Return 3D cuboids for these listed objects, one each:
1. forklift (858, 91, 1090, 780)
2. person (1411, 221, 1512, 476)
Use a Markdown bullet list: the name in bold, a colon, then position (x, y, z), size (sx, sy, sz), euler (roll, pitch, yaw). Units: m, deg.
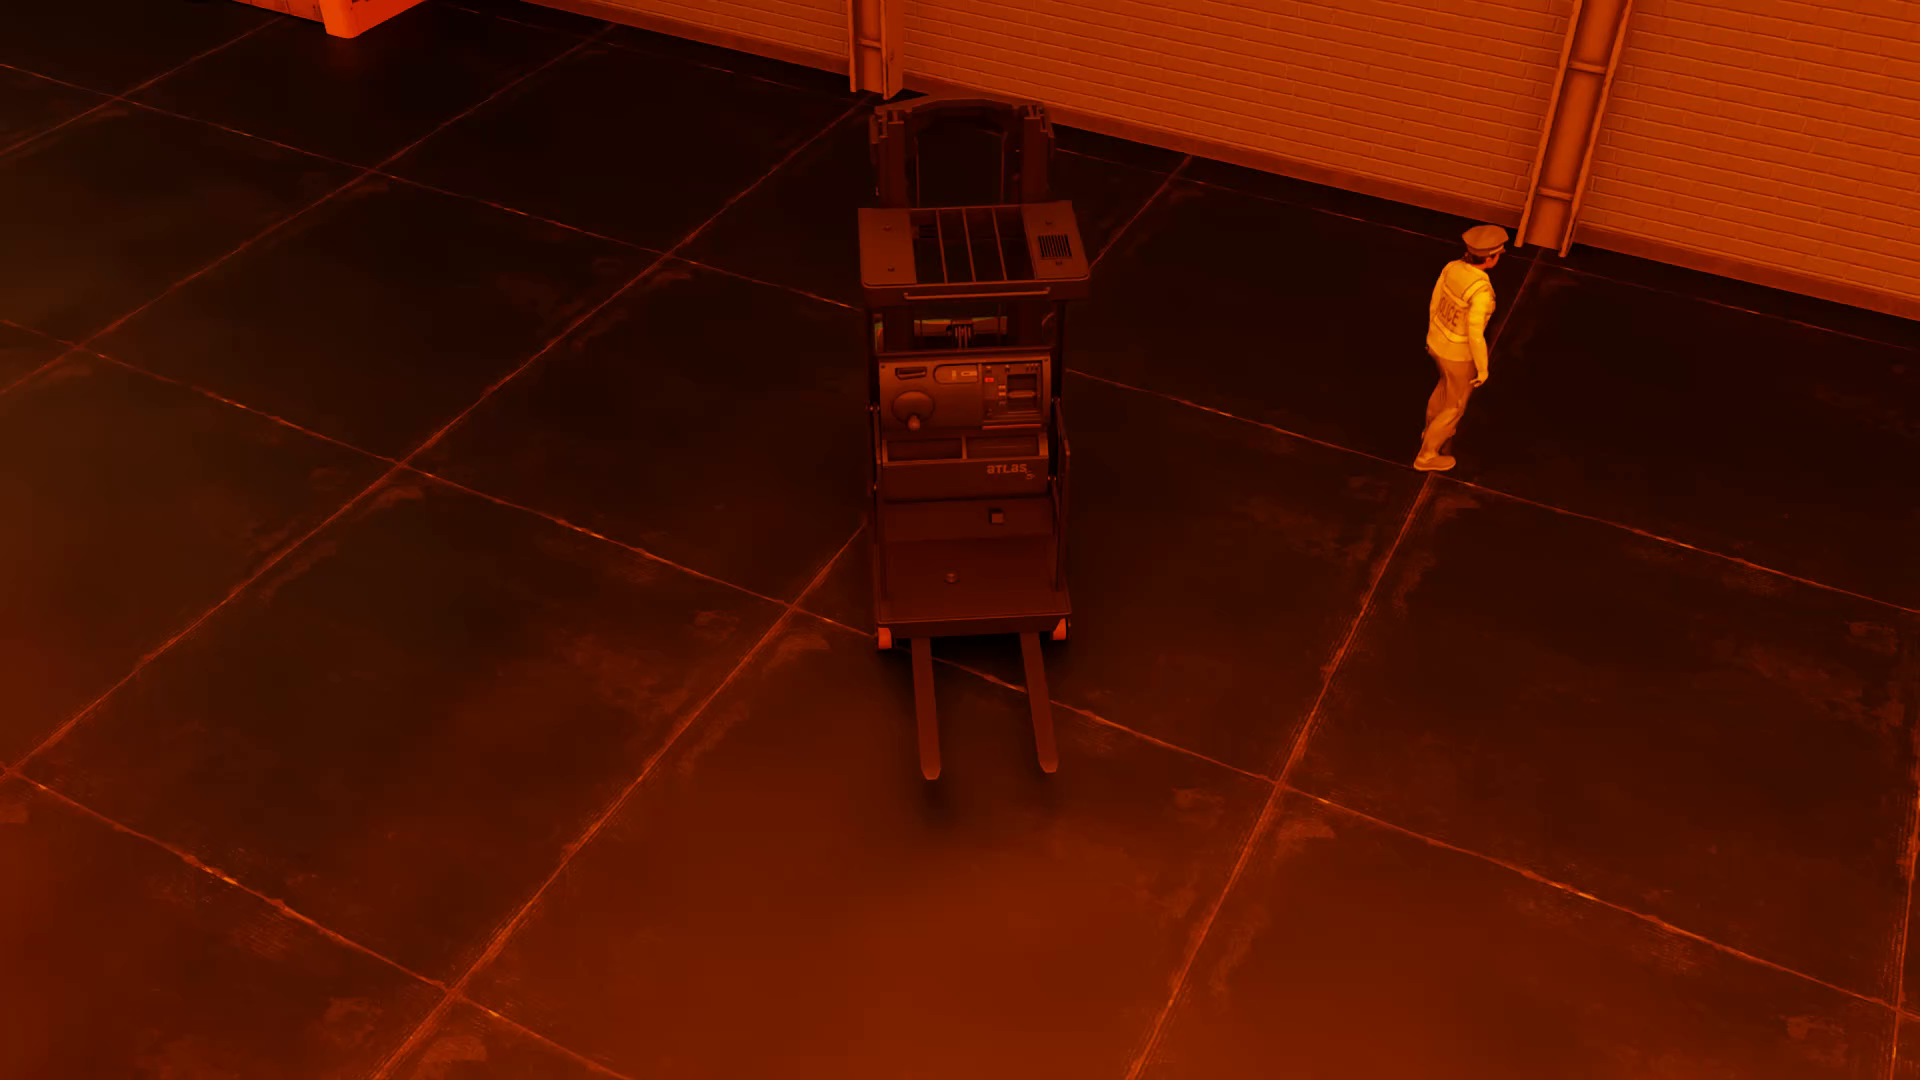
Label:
- **forklift**: position (0.047, -0.719, 8.841), size (1.130, 2.935, 3.031), euler (-3, 40, -3)
- **person**: position (3.112, -1.199, 10.396), size (0.375, 1.662, 0.542), euler (-11, 41, -13)
